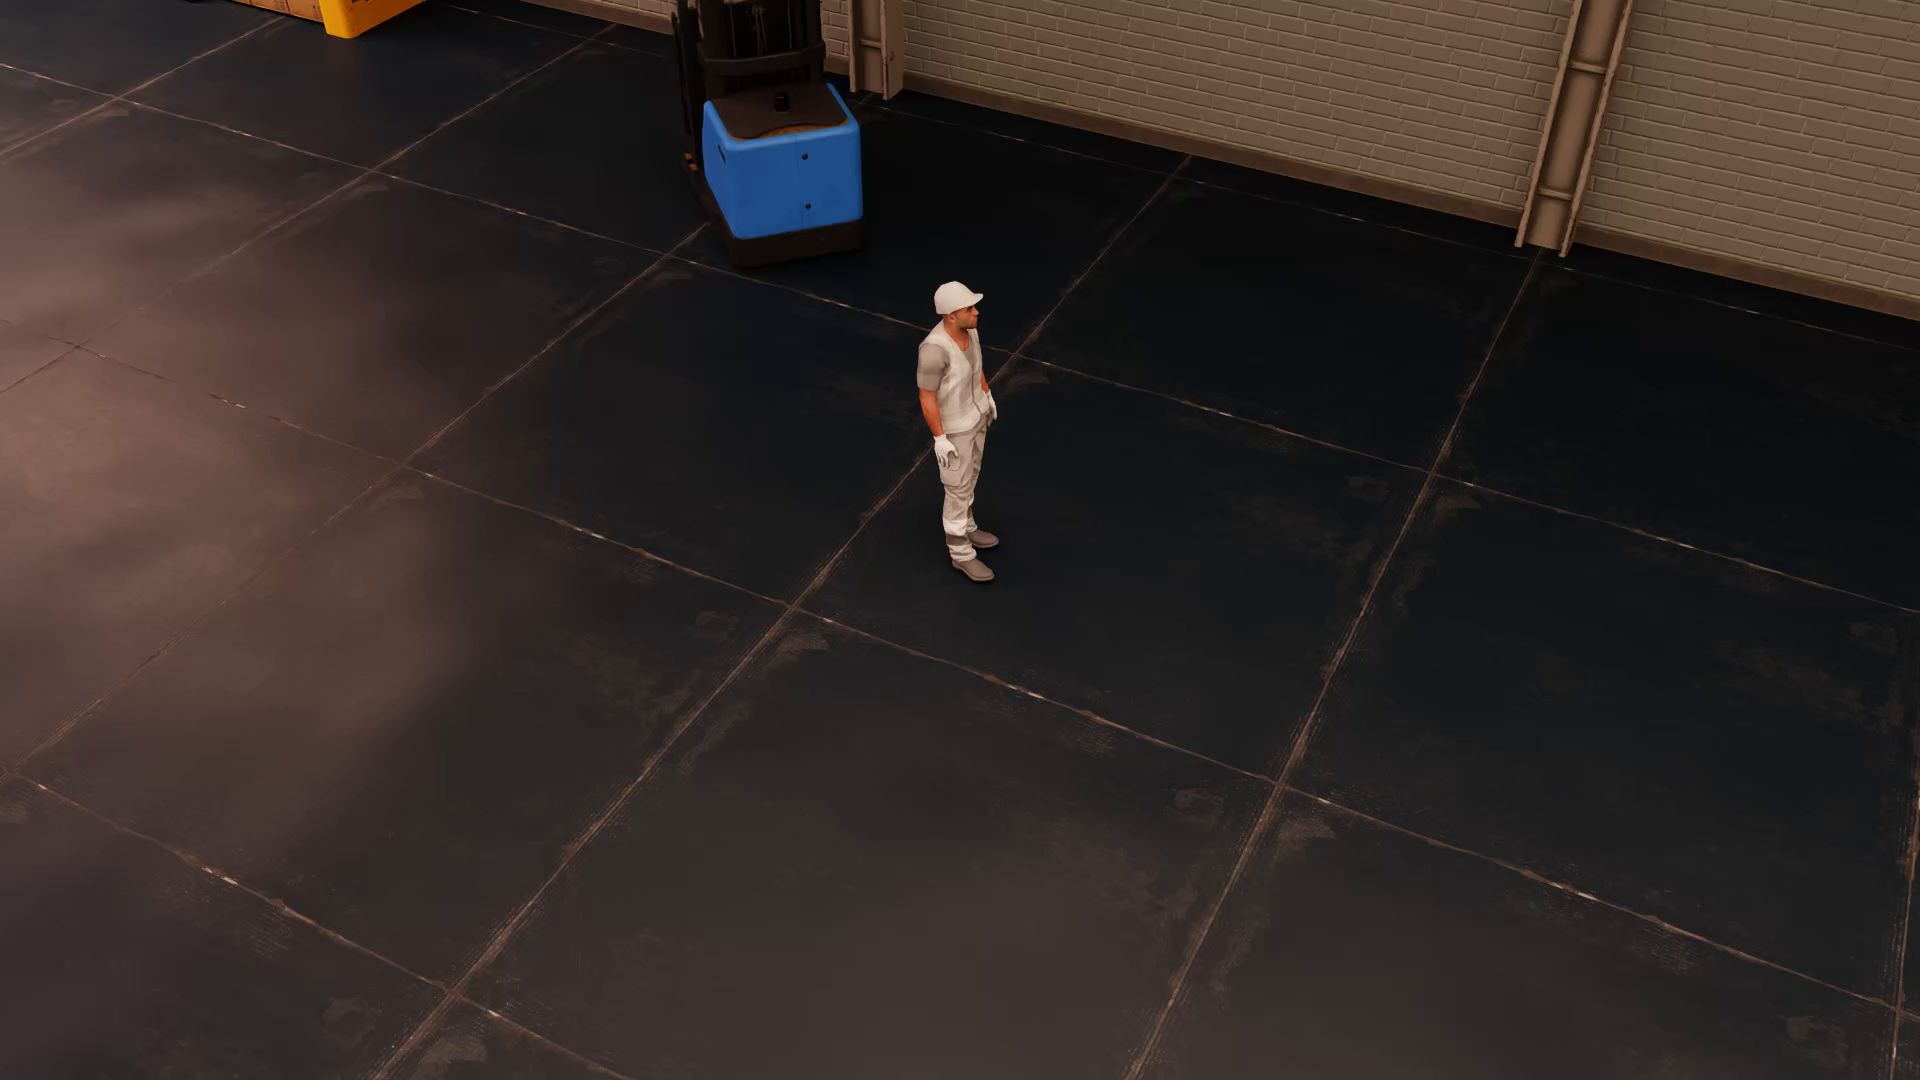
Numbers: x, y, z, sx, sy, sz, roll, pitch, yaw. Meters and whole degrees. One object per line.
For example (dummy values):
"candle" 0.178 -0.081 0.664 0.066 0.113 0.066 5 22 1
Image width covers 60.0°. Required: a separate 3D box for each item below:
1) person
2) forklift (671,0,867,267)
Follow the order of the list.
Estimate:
"person" 0.066 -0.659 9.644 0.562 1.790 0.637 18 43 21
"forklift" -1.688 -4.144 12.907 1.130 2.935 3.031 -13 42 -15
